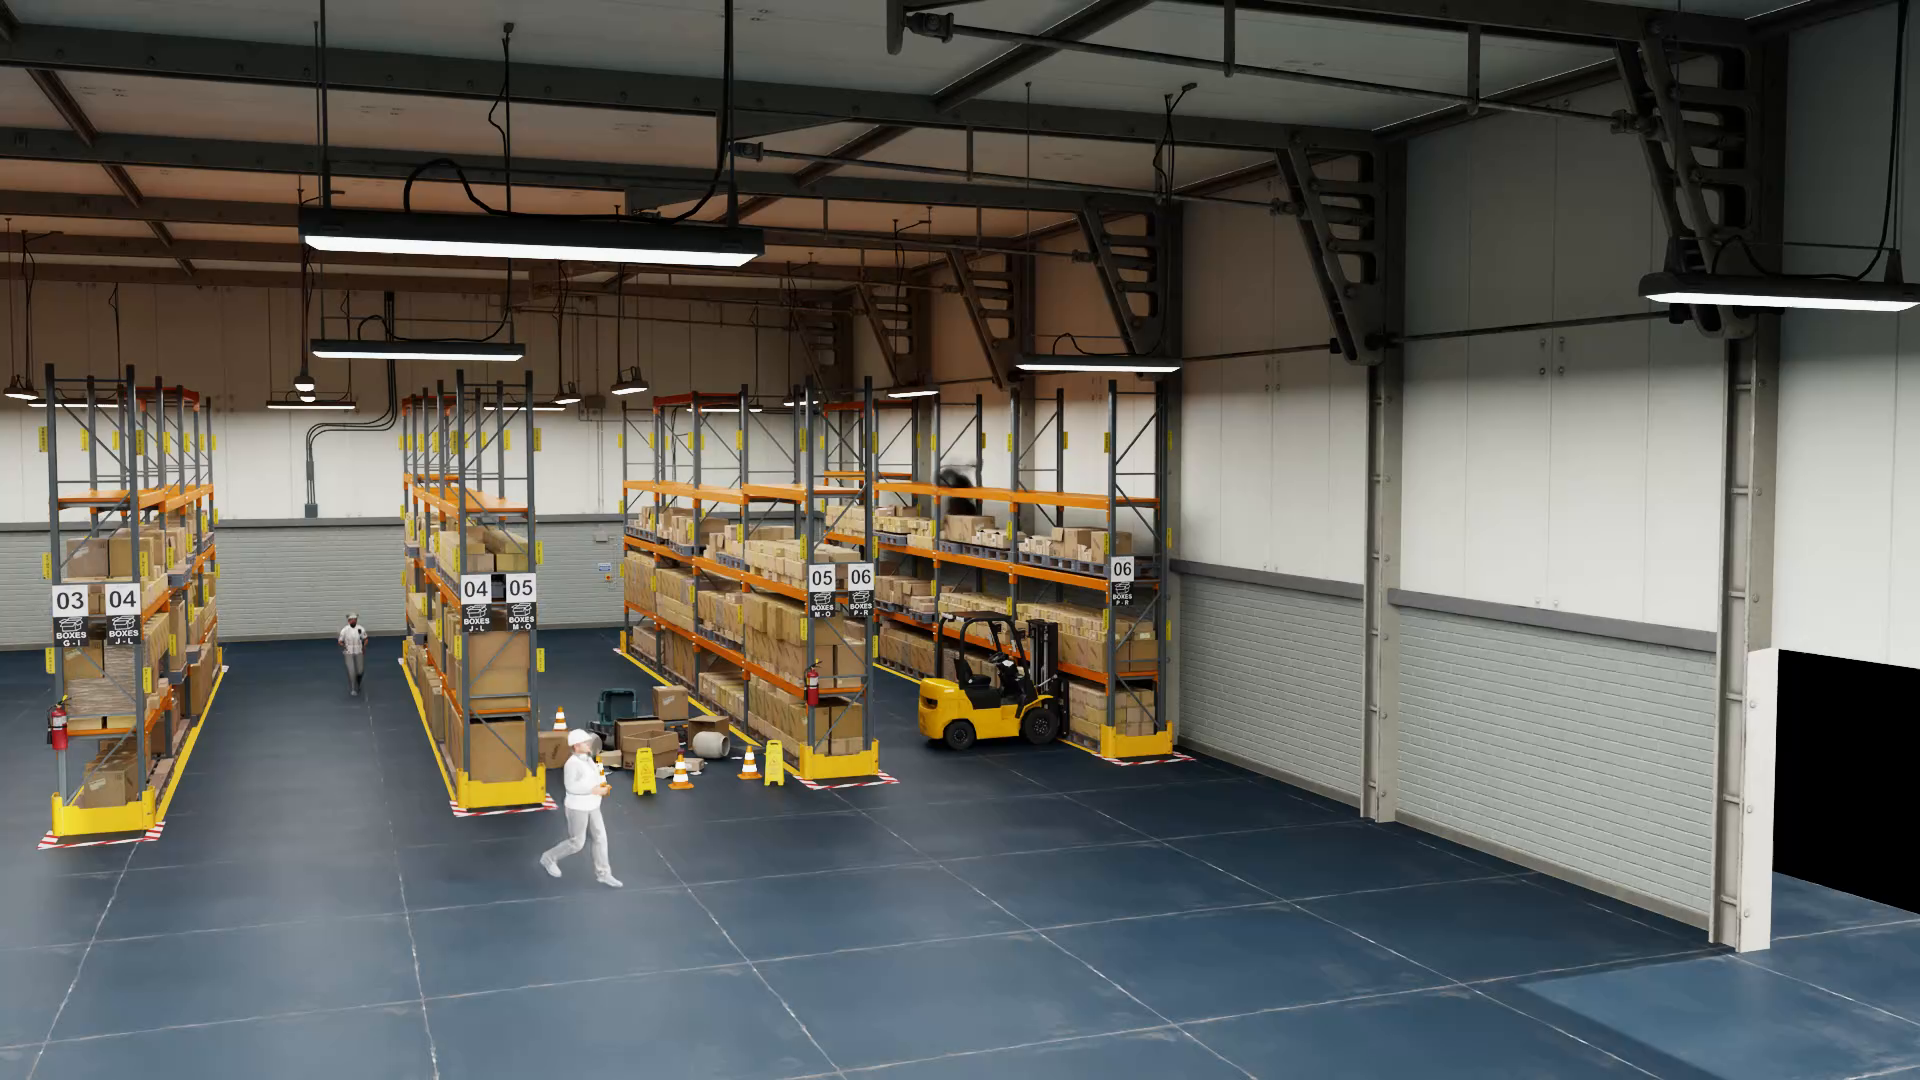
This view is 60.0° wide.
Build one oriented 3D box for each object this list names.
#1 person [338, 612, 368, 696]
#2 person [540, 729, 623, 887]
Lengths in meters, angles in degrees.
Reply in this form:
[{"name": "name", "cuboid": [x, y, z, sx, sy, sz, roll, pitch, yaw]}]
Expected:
[{"name": "person", "cuboid": [-11.989, 2.251, 32.894, 0.571, 1.653, 0.573, -1, 4, -24]}, {"name": "person", "cuboid": [-4.271, 3.014, 18.722, 0.960, 1.779, 0.661, 1, 3, 13]}]
